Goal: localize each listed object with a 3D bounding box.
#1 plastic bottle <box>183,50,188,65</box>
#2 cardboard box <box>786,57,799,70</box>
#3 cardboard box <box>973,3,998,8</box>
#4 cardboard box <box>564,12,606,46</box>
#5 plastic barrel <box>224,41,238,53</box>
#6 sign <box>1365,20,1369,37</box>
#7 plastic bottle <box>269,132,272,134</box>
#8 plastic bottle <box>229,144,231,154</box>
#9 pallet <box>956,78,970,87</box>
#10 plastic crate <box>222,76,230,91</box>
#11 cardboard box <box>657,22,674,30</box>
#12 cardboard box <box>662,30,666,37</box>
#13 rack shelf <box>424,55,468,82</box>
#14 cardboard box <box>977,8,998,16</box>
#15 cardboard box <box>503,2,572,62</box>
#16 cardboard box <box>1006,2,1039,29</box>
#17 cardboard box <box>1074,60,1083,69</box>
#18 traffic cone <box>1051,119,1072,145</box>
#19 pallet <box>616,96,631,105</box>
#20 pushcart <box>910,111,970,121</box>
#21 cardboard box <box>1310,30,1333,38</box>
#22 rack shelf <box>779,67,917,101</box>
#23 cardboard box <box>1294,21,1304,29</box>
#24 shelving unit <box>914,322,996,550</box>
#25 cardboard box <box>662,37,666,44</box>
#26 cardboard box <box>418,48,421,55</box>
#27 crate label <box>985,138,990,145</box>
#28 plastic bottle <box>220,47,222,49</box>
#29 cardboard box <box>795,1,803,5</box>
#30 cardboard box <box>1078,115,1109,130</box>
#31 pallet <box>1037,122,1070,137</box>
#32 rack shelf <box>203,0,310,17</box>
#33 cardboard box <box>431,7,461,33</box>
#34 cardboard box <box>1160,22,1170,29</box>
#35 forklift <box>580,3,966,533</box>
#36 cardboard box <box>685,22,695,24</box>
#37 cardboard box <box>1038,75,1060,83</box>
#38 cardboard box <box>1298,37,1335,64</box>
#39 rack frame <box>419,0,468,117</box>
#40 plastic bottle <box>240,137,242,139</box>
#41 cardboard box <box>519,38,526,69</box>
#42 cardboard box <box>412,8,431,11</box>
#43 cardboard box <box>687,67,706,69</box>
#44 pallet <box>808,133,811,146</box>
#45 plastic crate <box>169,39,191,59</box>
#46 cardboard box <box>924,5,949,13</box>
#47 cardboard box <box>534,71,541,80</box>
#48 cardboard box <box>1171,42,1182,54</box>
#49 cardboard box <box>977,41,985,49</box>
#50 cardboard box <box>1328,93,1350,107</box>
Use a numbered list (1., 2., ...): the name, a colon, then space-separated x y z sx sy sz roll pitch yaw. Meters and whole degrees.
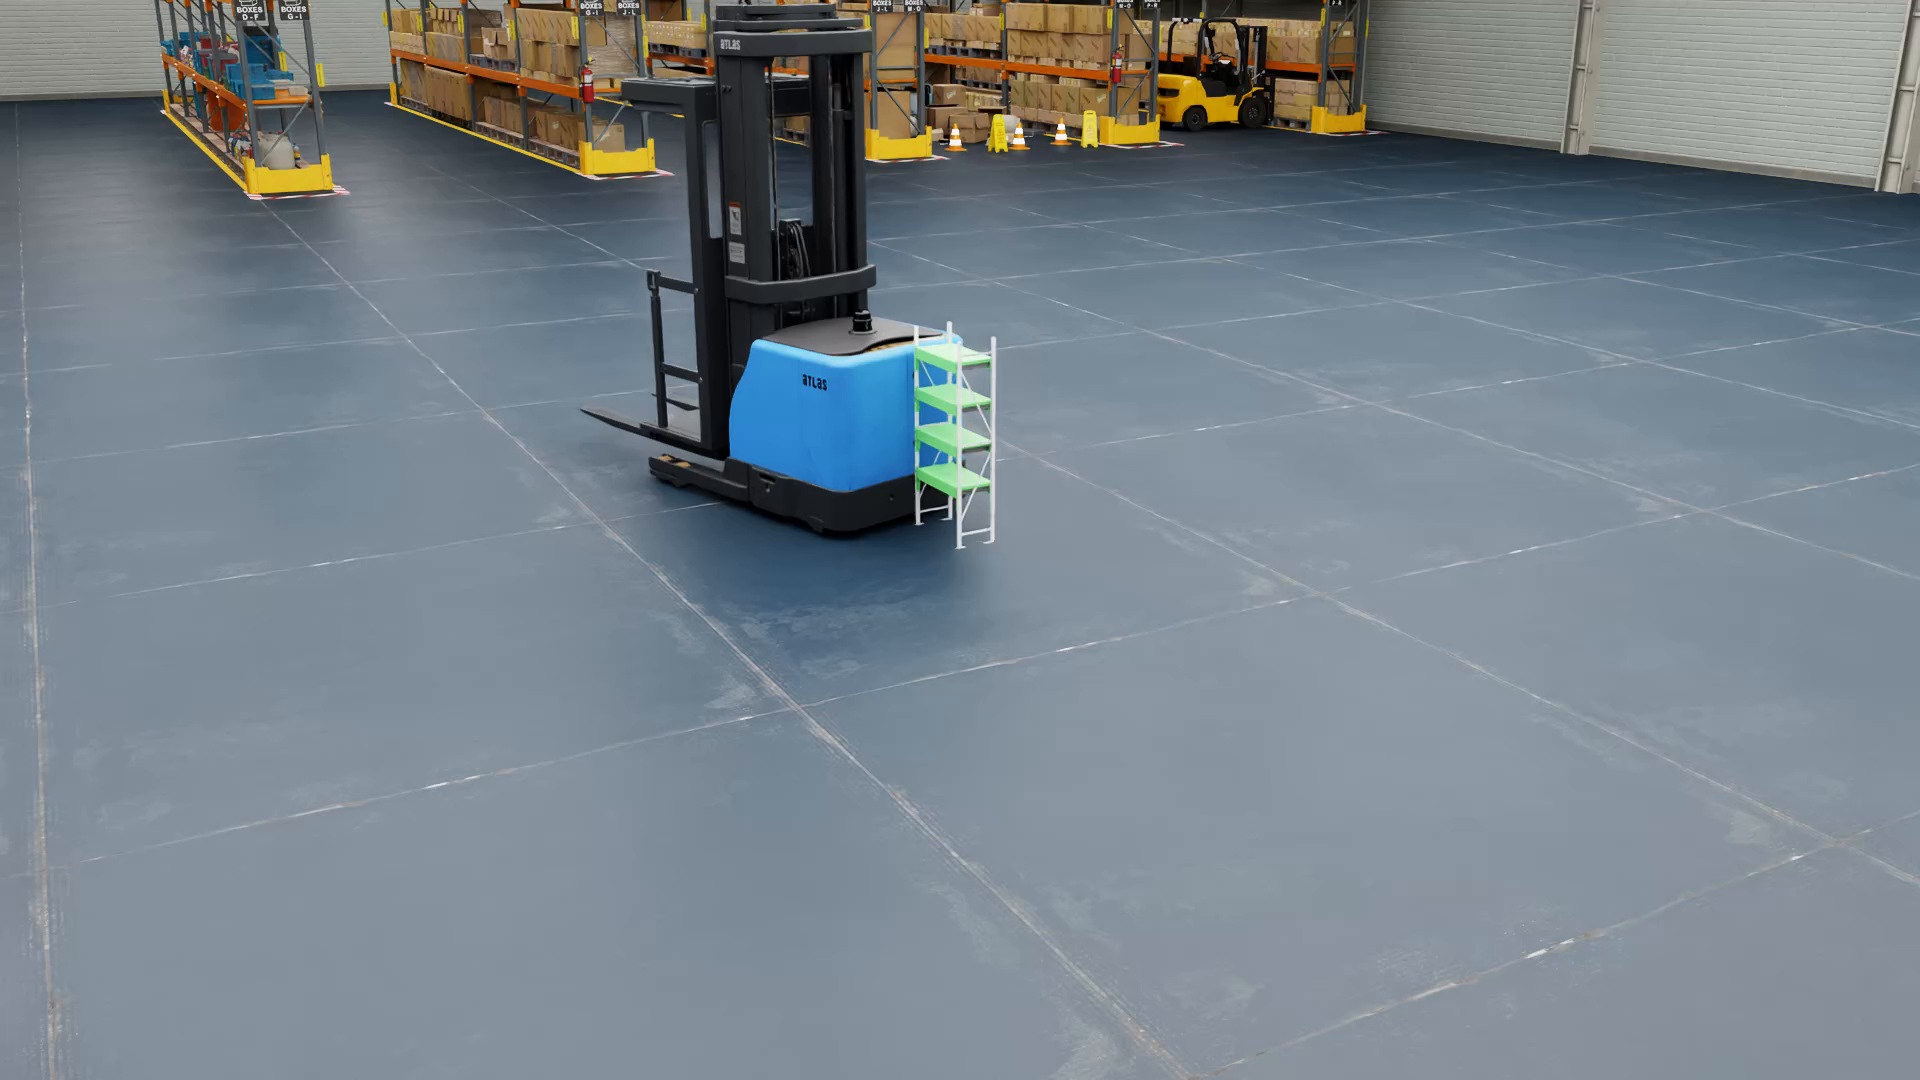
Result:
1. plastic bottle: -15.223 -9.516 32.800 0.152 0.276 0.135 -10 21 -27
2. cardboard box: -2.791 -9.209 31.491 0.875 0.550 0.550 -10 21 -27
3. cardboard box: 0.691 -14.074 44.445 0.500 0.500 0.500 -9 21 -25
4. cardboard box: -5.969 -8.135 26.465 0.500 0.500 0.500 -10 21 -27
5. plastic barrel: -13.161 -8.862 30.507 0.600 0.536 0.708 -10 21 -27
6. sign: 8.089 -10.190 33.117 0.100 0.325 0.005 -10 21 -27
7. plastic bottle: -11.316 -6.529 27.340 0.144 0.351 0.185 -10 21 -27
8. plastic bottle: -11.935 -6.432 27.289 0.097 0.201 0.097 0 19 0
9. pallet: 0.416 -12.684 46.066 1.003 0.211 1.213 -10 21 -27
10. plastic crate: -11.352 -7.202 26.230 0.450 0.188 0.662 -10 21 -27
11. cardboard box: -6.497 -11.417 36.948 0.380 0.149 0.250 -10 21 -27
12. cardboard box: -6.366 -11.199 36.773 0.380 0.149 0.250 -10 22 -28
13. rack shelf: -10.239 -9.885 34.783 1.077 0.370 4.000 -10 21 -27
14. cardboard box: 0.575 -11.024 34.734 0.380 0.149 0.250 -11 22 -28
15. cardboard box: -7.644 -9.235 30.232 1.000 1.000 1.000 -10 21 -26
16. cardboard box: 1.350 -10.539 33.432 0.700 0.500 0.500 -10 22 -27
17. cardboard box: 2.396 -9.047 31.636 0.380 0.149 0.250 -10 21 -26
18. traffic cone: 1.892 -7.614 30.988 0.336 0.463 0.334 -10 21 -27
19. pallet: -7.709 -10.759 40.486 1.003 0.211 1.213 -10 21 -27
20. pushcart: -0.651 -8.431 33.486 0.936 0.377 1.648 16 25 39
21. cardboard box: 7.187 -10.070 33.067 0.380 0.149 0.250 -10 21 -26
22. rack shelf: -2.027 -8.328 30.270 1.077 0.370 4.000 -10 21 -27
23. cardboard box: 6.950 -10.361 33.456 0.380 0.149 0.250 -9 21 -25
24. shelving unit: -0.033 -0.603 9.539 0.258 1.200 0.503 -11 22 -29
25. cardboard box: -6.368 -11.060 36.827 0.380 0.149 0.250 -10 22 -28
26. cardboard box: -11.744 -10.792 36.692 0.380 0.149 0.250 -10 21 -26
27. crate label: 0.649 -7.407 30.886 0.298 0.136 0.250 11 22 30
28. plastic bottle: -14.370 -9.417 32.400 0.144 0.351 0.185 -10 21 -27
29. cardboard box: -3.886 -13.527 42.548 0.500 0.500 0.500 -10 21 -27
30. cardboard box: 2.599 -7.986 31.747 0.500 0.250 0.500 -10 21 -27
31. pallet: 2.265 -8.182 33.019 1.003 0.211 1.213 -10 21 -27
32. rack shelf: -10.799 -8.240 25.415 1.077 0.370 4.000 -10 21 -27
33. cardboard box: -10.878 -11.139 35.622 0.797 0.503 0.637 -11 22 -28
34. cardboard box: 4.708 -11.588 37.466 0.380 0.149 0.250 -10 21 -26
35. forklift: -1.359 -1.821 10.416 1.130 2.935 3.031 -18 26 -42
36. cardboard box: -5.925 -11.517 37.238 0.380 0.149 0.250 -11 22 -28
37. cardboard box: 1.757 -9.117 32.882 0.380 0.149 0.250 -9 21 -24
38. cardboard box: 7.133 -9.807 33.302 0.500 0.500 0.500 -11 22 -28
39. rack frame: -11.188 -10.799 36.330 1.000 3.000 0.127 -10 21 -27
40. plastic bottle: -11.712 -6.428 27.152 0.061 0.283 0.133 -10 21 -27
41. cardboard box: -7.230 -8.552 29.208 0.875 0.500 0.500 -10 21 -27
42. cardboard box: -12.625 -12.273 39.224 0.500 0.500 0.500 -10 21 -26
43. cardboard box: -5.967 -10.586 37.749 0.500 0.250 0.500 -9 21 -24
44. pallet: -2.101 -7.343 30.588 1.003 0.211 1.213 -10 21 -27
45. plastic crate: -16.069 -10.134 34.335 0.392 0.384 0.575 -10 21 -27
46. cardboard box: -0.587 -11.886 37.791 0.500 0.500 0.500 -11 22 -28
47. cardboard box: -7.092 -7.986 28.562 0.380 0.149 0.250 -10 21 -27
48. cardboard box: 4.985 -10.985 37.096 0.500 0.250 0.500 -10 21 -27
49. cardboard box: 0.581 -10.370 34.825 0.380 0.149 0.250 -10 22 -28
50. cardboard box: 7.557 -8.962 33.809 0.500 0.250 0.500 -10 21 -26
